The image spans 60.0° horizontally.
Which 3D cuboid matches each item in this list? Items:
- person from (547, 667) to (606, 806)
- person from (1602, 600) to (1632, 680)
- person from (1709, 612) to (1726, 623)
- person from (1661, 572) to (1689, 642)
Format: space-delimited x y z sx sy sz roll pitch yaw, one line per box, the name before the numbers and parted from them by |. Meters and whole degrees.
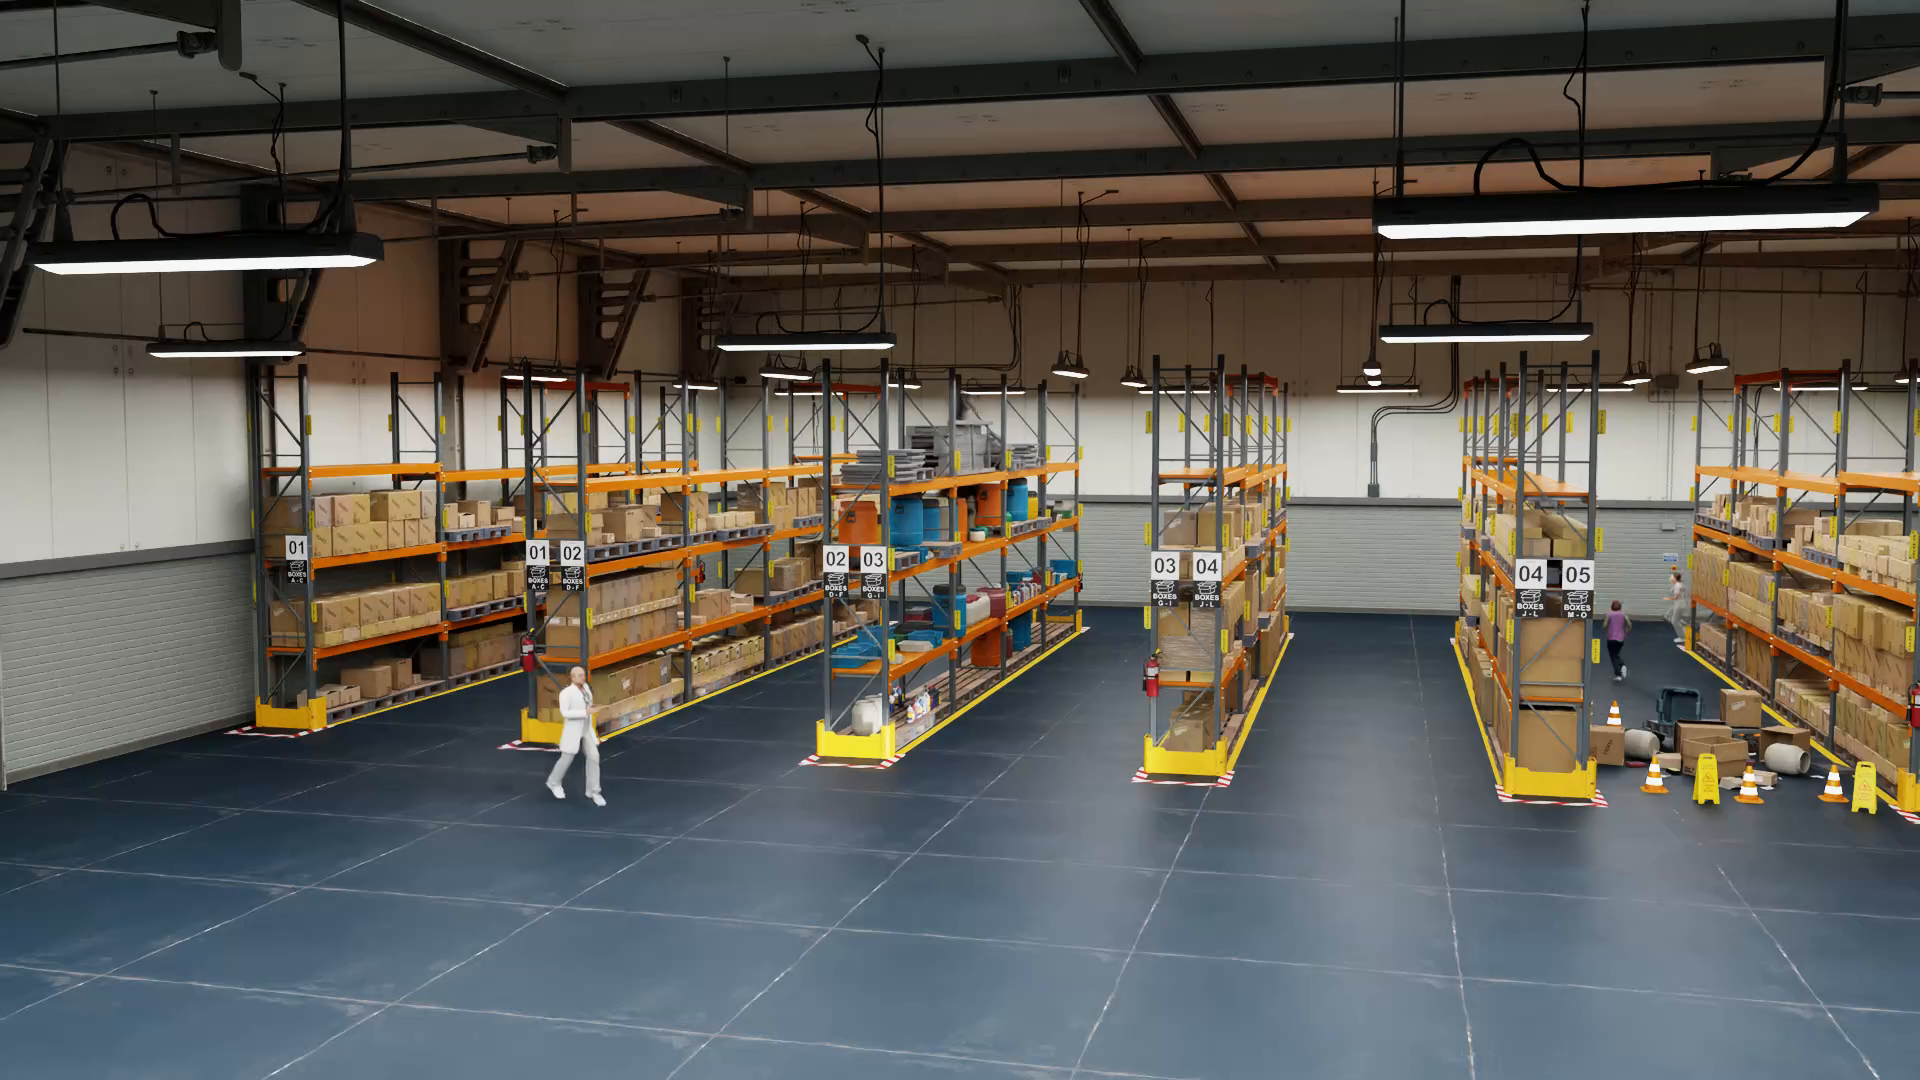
person | -5.096 2.576 22.014 0.977 1.822 0.680 3 5 34
person | 12.901 1.963 32.754 0.521 1.567 0.540 0 4 5
person | 17.520 1.545 38.060 0.697 1.718 0.786 3 5 40
person | 16.564 1.545 38.513 0.611 1.615 0.604 2 4 22
